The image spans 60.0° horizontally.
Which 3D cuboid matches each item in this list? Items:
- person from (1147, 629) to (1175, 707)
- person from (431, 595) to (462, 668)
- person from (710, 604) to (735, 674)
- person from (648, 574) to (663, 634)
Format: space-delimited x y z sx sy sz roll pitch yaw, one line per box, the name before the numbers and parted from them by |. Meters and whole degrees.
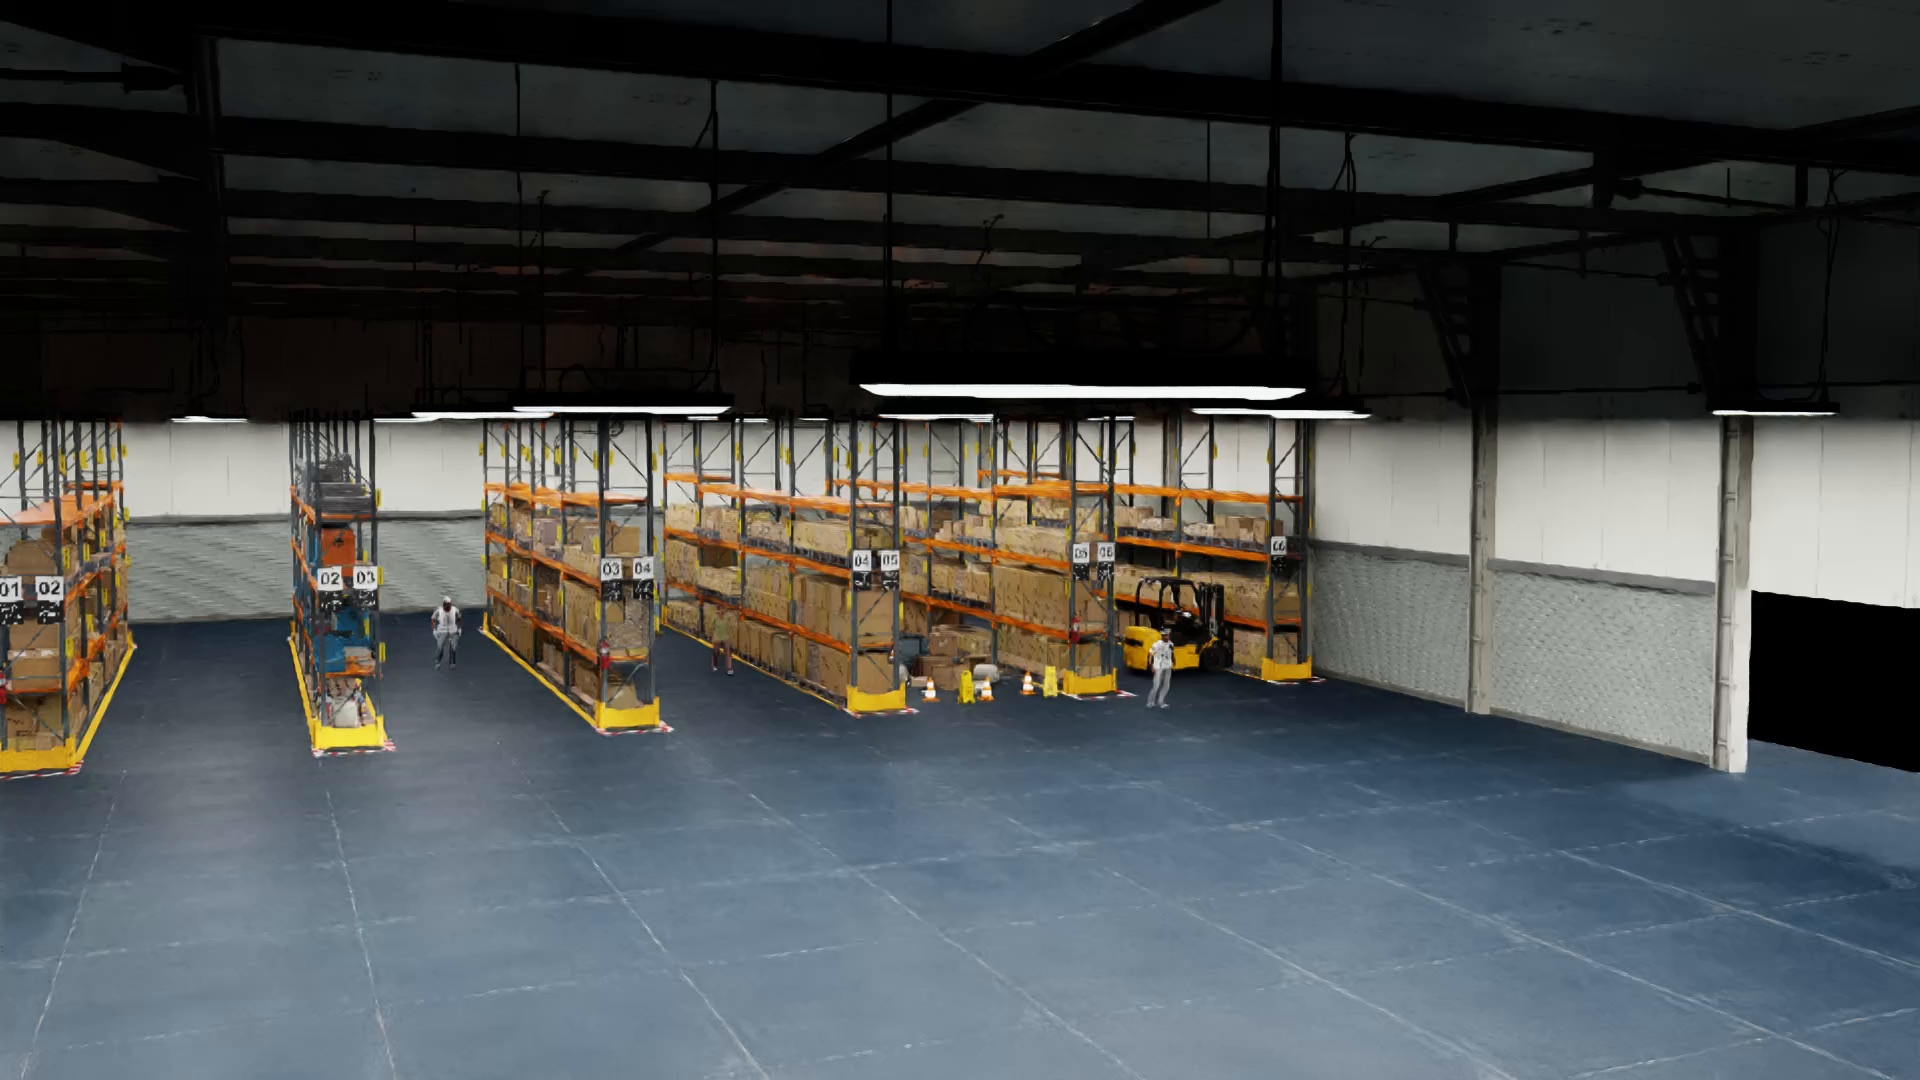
person | 4.065 2.569 33.520 0.592 1.629 0.526 -2 4 -25
person | -11.973 2.147 38.793 0.702 1.735 0.549 -2 4 -25
person | -5.475 2.250 38.002 0.448 1.590 1.110 -2 4 -21
person | -8.395 1.701 45.153 0.579 1.688 1.108 -1 4 -20
